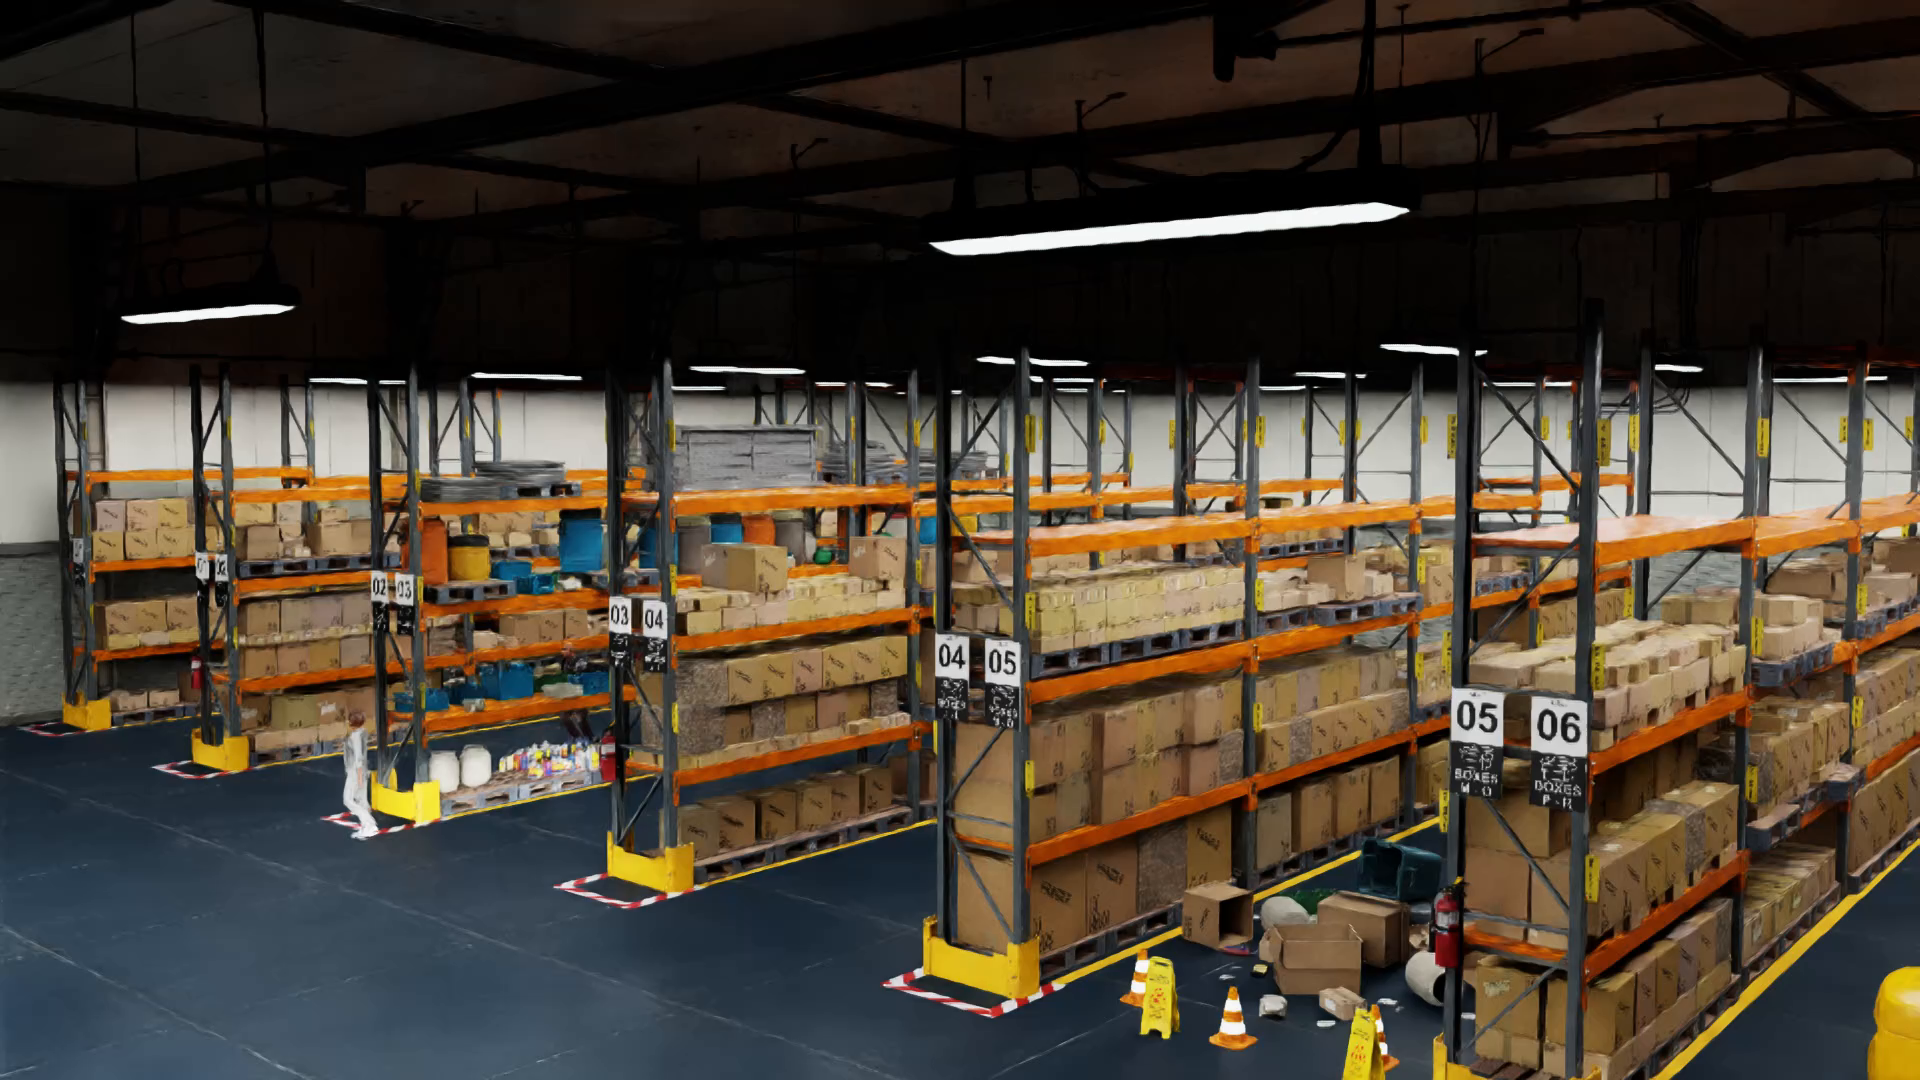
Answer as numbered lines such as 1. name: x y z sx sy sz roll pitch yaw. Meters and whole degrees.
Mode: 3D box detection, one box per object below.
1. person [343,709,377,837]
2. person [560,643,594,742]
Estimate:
1. person: -7.396 2.889 20.525 0.422 1.584 0.530 0 4 -2
2. person: -6.064 2.441 26.278 0.677 1.674 0.534 3 5 38
